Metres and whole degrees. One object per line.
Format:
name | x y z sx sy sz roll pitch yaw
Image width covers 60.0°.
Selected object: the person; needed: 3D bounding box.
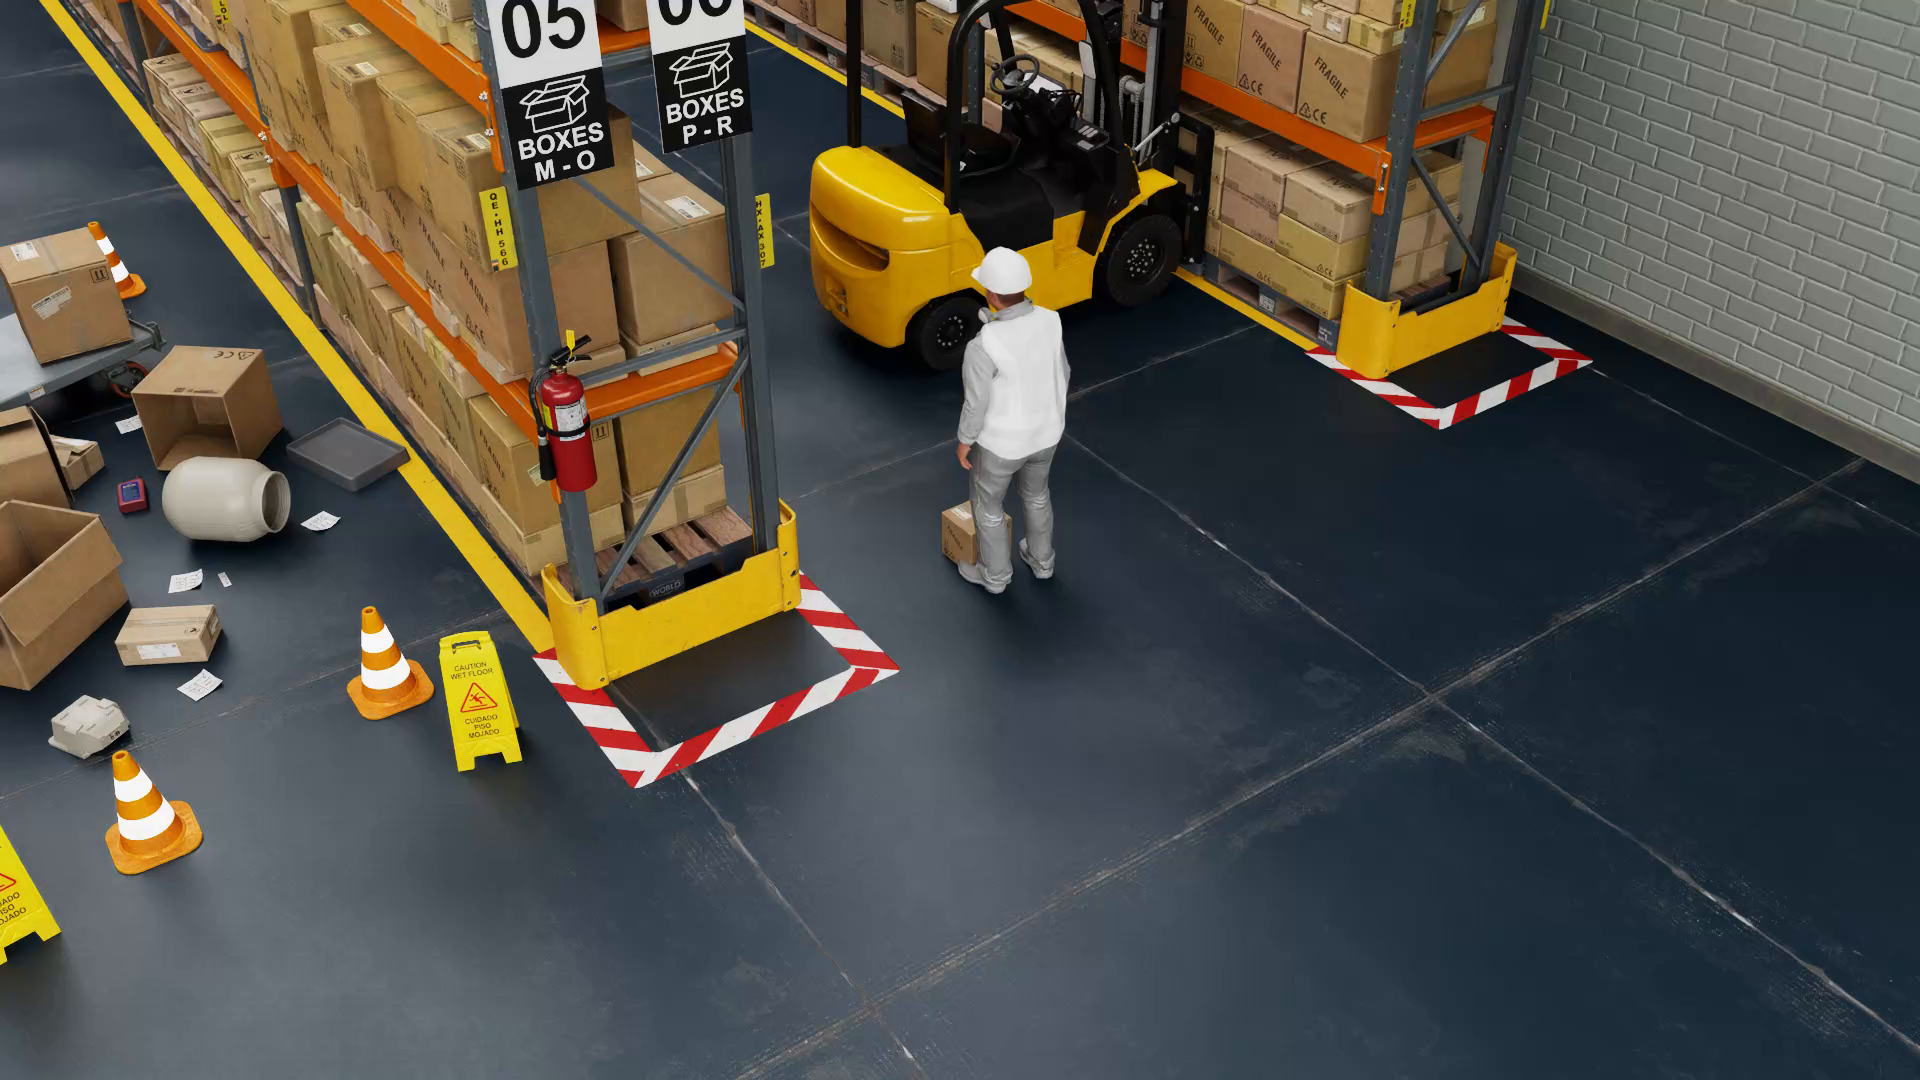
person | 0.242 -0.518 7.689 0.581 1.772 0.462 -22 42 -27
